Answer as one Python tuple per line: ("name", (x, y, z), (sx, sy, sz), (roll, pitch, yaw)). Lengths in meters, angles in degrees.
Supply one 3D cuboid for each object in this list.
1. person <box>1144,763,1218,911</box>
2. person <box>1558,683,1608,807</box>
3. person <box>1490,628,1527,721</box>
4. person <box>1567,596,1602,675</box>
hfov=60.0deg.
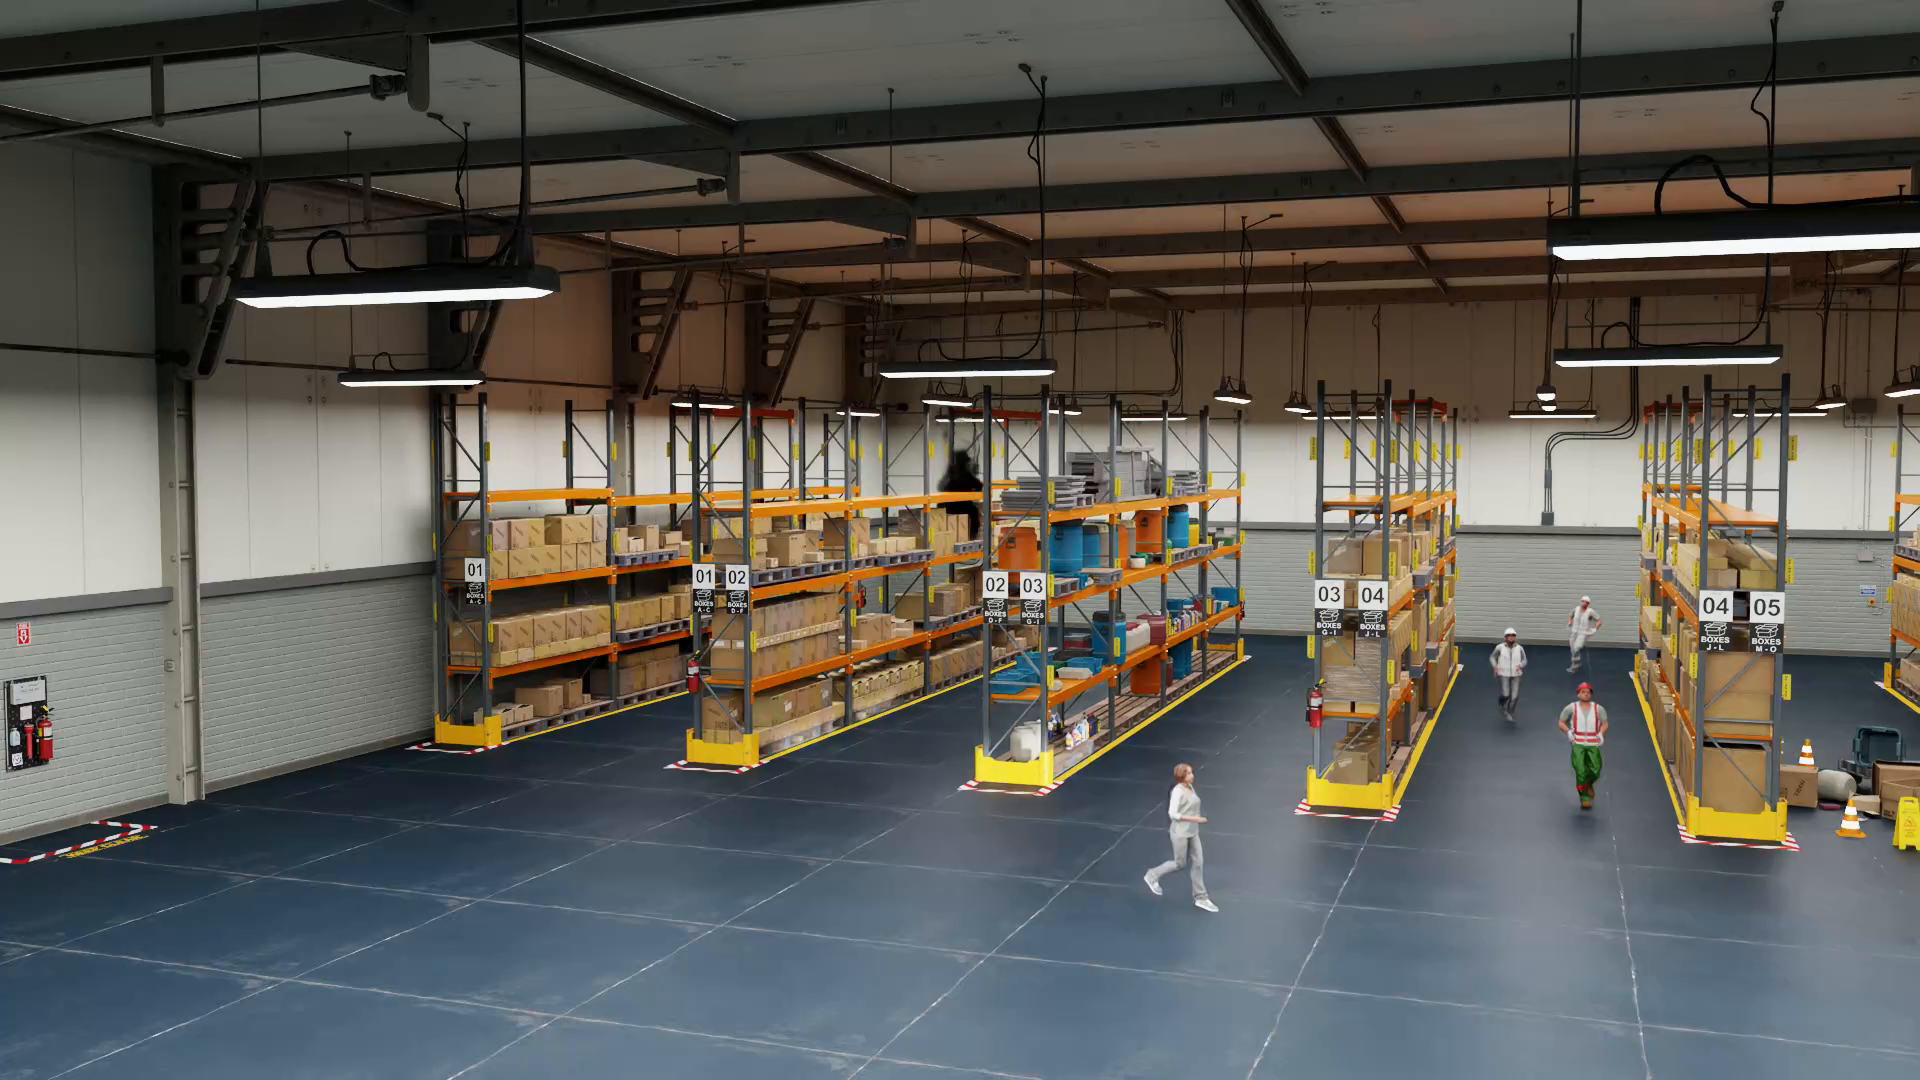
("person", (2.429, 3.237, 18.195), (0.872, 1.570, 0.540), (2, 4, 35))
("person", (8.798, 2.882, 23.459), (0.678, 1.744, 0.593), (1, 3, 12))
("person", (10.168, 2.499, 30.771), (0.652, 1.728, 0.569), (0, 3, 9))
("person", (13.964, 2.136, 37.366), (0.629, 1.781, 0.744), (-3, 4, -41))
